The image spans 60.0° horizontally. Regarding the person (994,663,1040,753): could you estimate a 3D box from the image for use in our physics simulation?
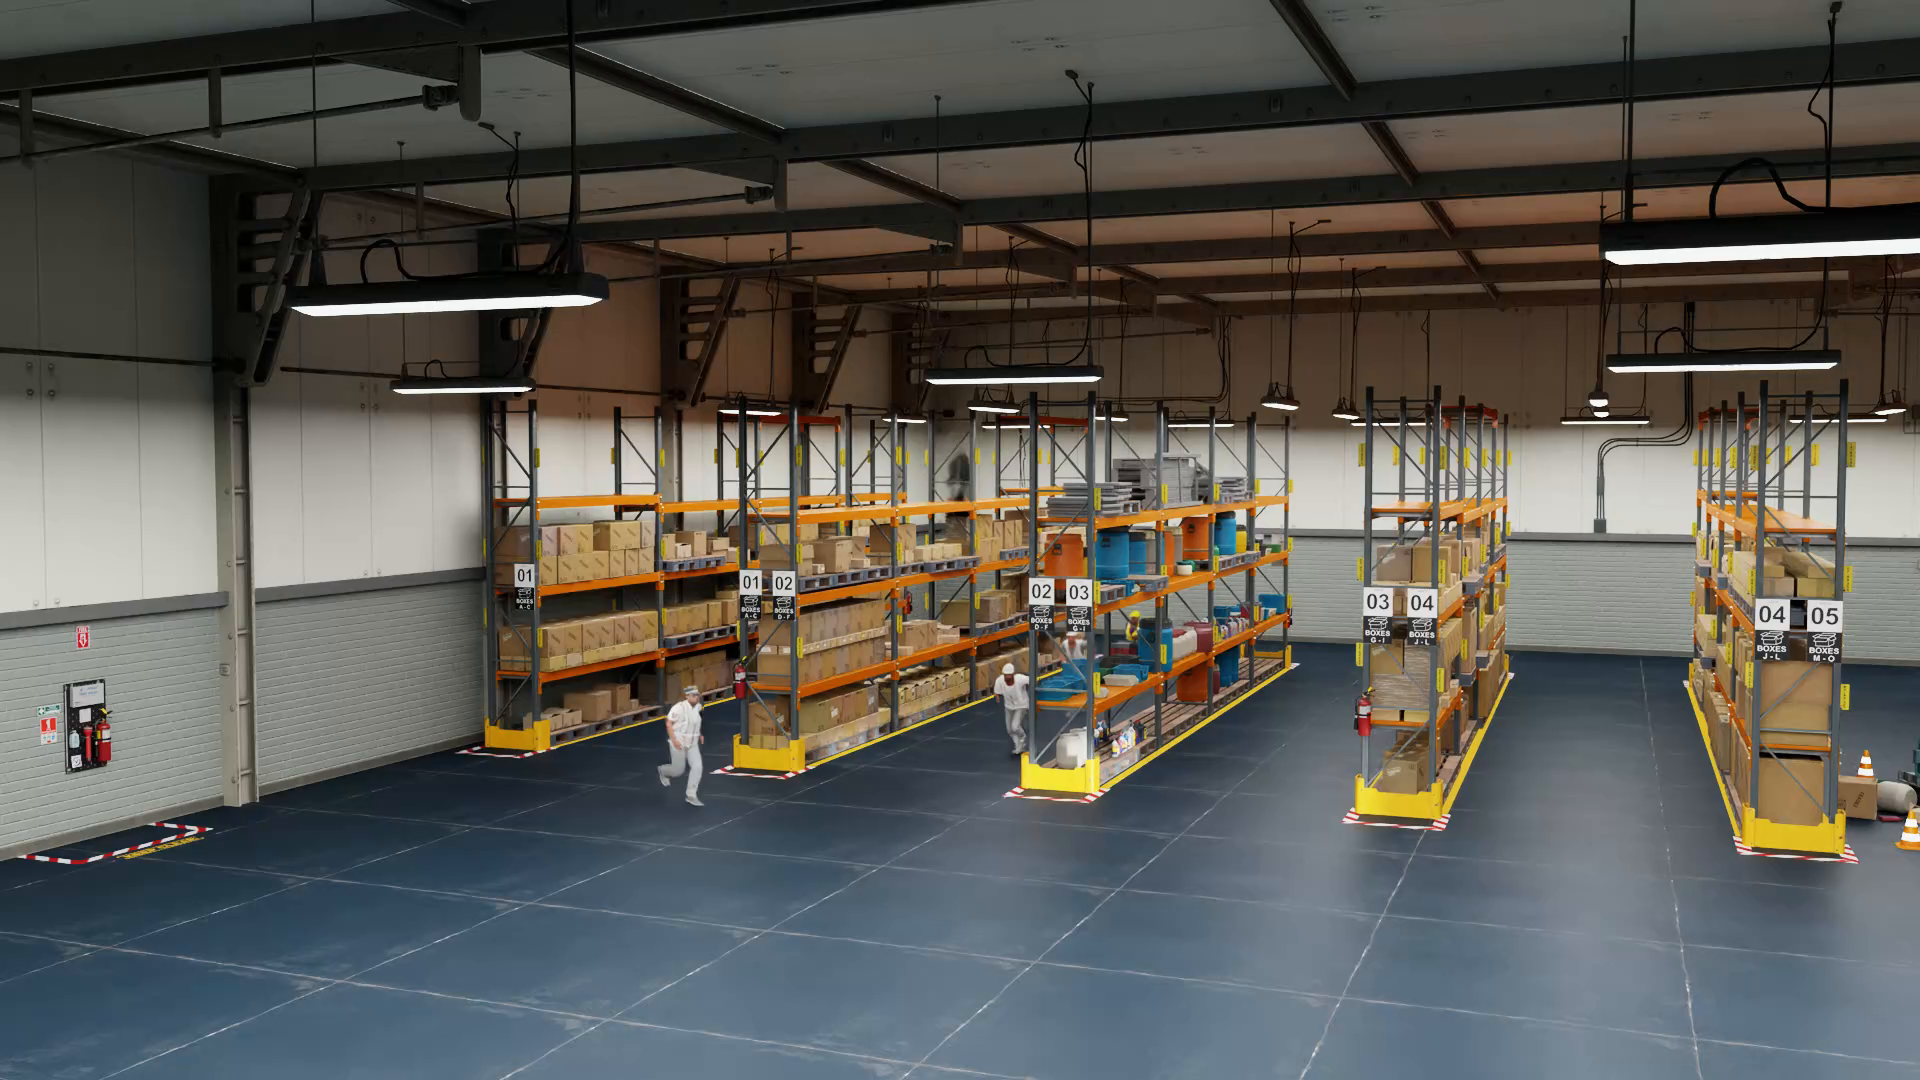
[{"bbox_3d":[0.946,2.831,27.819,0.736,1.587,0.866,1,3,24],"label":"person"}]

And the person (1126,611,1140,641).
[{"bbox_3d":[3.794,2.409,35.659,0.693,1.818,0.825,2,3,32],"label":"person"}]

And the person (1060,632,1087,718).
[{"bbox_3d":[2.307,2.565,32.474,0.687,1.730,1.047,1,3,20],"label":"person"}]

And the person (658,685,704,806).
[{"bbox_3d":[-4.041,2.970,24.214,0.900,1.769,0.670,2,4,41],"label":"person"}]
